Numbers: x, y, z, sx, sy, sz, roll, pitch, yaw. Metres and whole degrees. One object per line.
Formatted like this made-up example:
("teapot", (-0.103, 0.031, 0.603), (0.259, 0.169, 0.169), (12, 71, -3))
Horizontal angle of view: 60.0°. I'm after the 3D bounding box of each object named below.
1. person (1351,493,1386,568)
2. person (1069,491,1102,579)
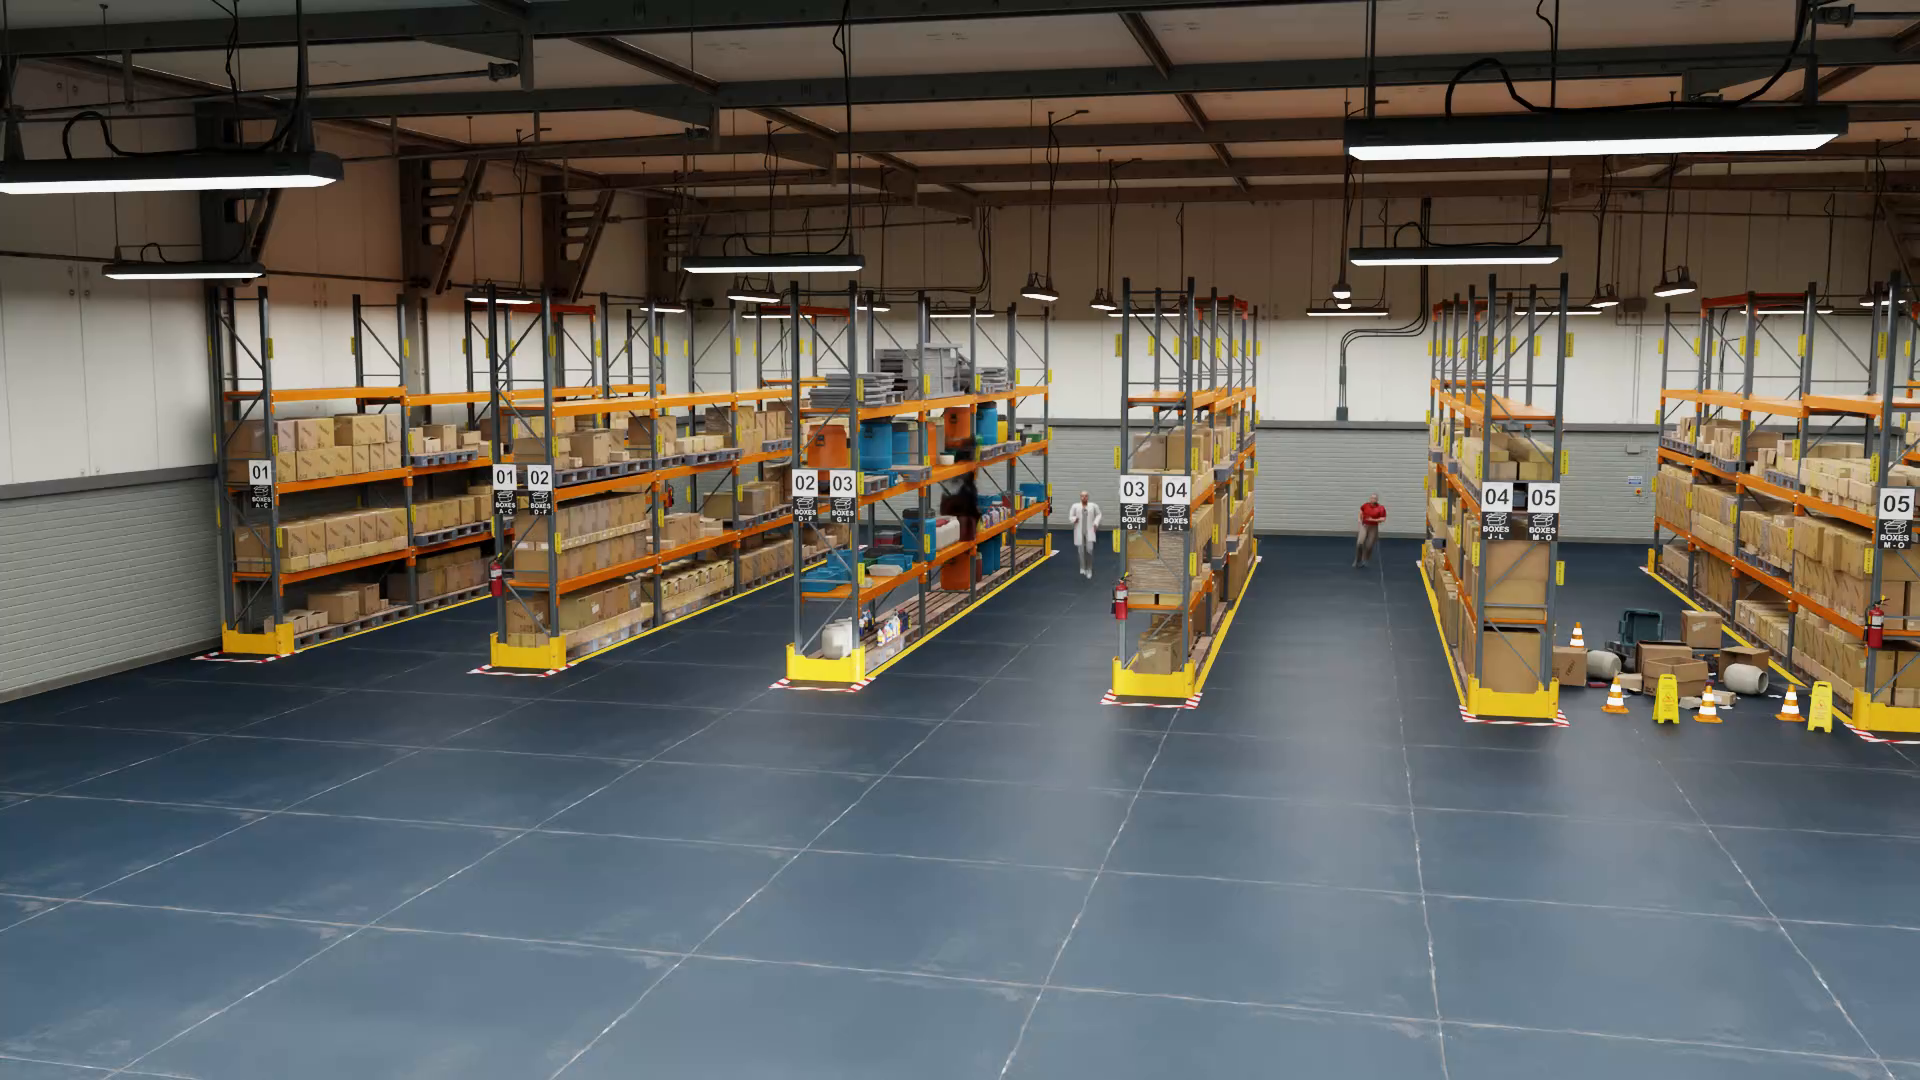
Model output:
("person", (9.400, -0.206, 38.151), (0.739, 1.748, 0.683), (3, 7, 22))
("person", (2.602, -0.104, 34.639), (0.674, 1.836, 0.752), (1, 7, 6))
